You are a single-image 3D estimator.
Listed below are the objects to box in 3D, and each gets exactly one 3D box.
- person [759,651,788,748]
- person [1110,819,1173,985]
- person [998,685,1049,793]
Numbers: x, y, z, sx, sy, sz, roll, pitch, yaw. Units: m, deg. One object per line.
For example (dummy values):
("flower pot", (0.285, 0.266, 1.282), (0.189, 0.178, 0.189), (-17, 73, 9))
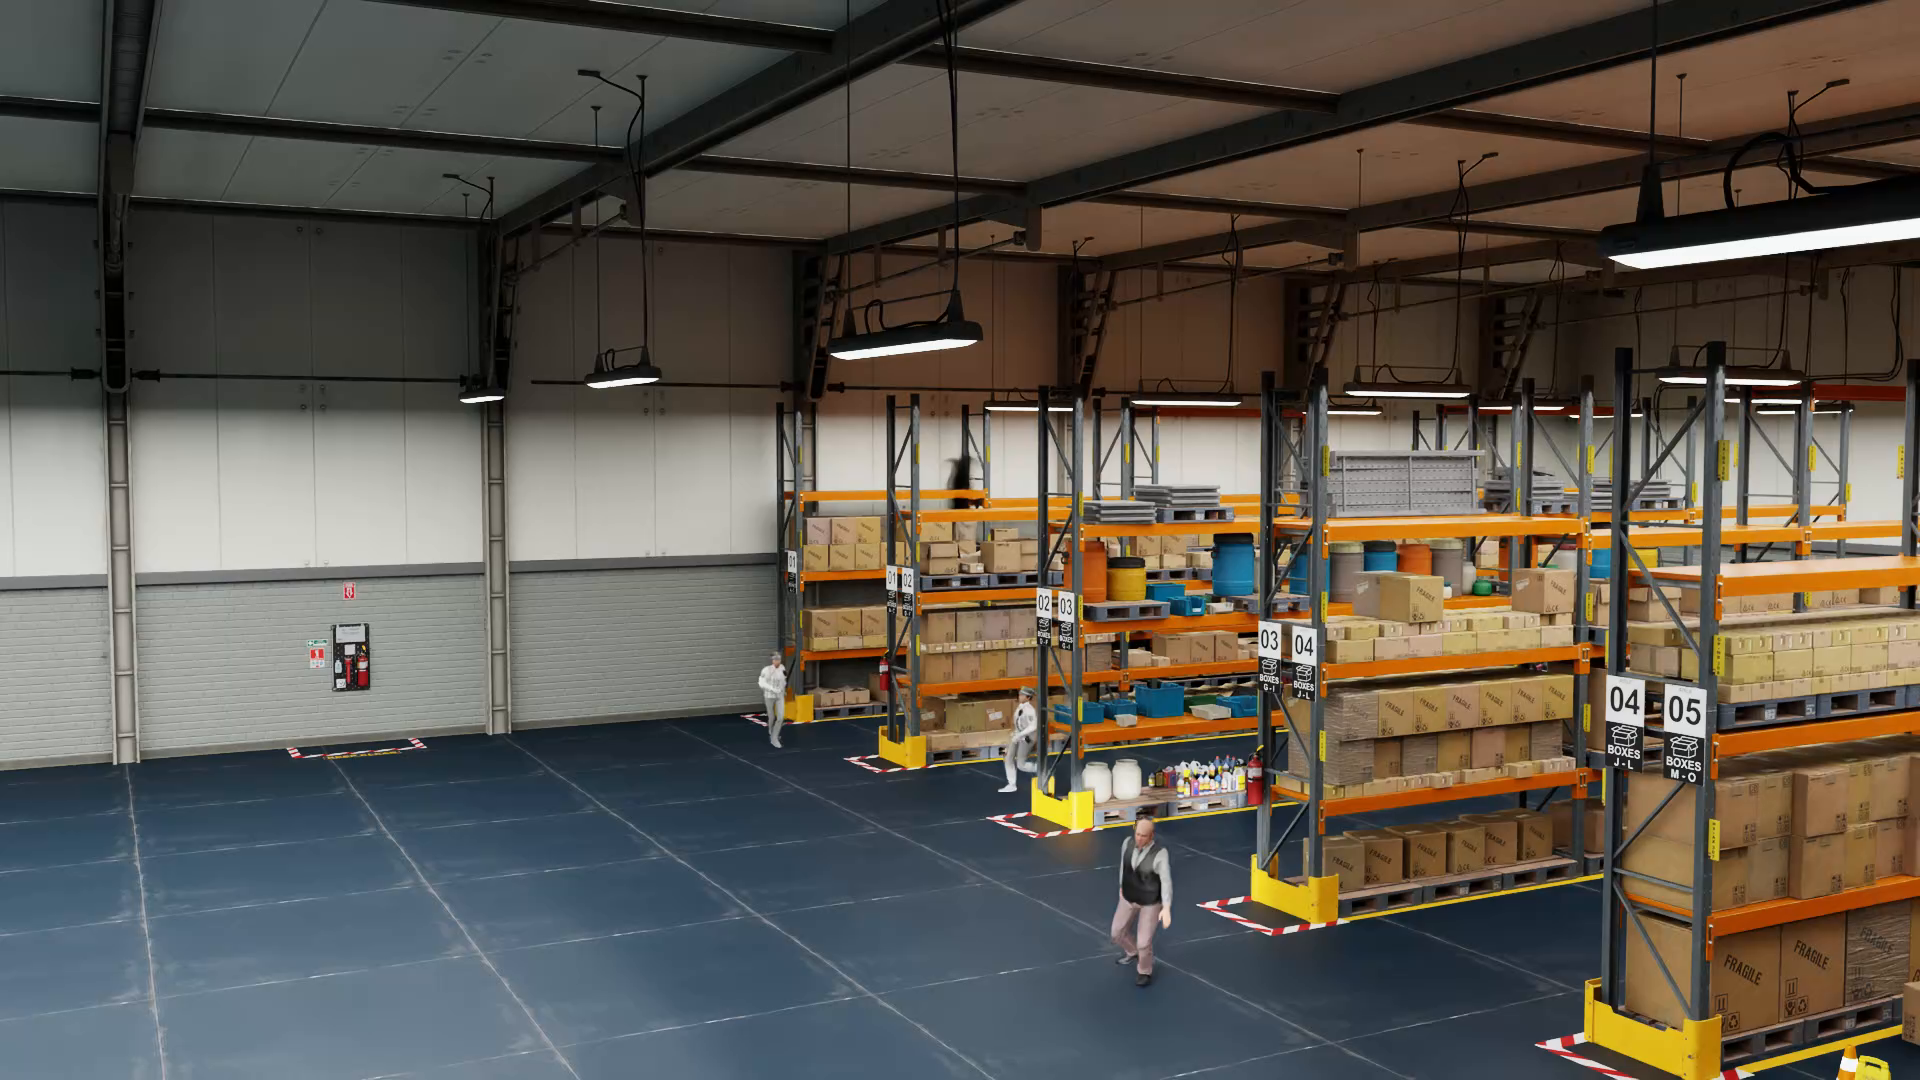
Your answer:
("person", (-3.227, 2.709, 28.671), (0.577, 1.646, 0.821), (-1, 3, -20))
("person", (1.759, 3.431, 15.901), (0.775, 1.644, 0.619), (2, 4, 37))
("person", (0.984, 2.954, 24.638), (0.733, 1.642, 0.651), (-1, 3, -19))
